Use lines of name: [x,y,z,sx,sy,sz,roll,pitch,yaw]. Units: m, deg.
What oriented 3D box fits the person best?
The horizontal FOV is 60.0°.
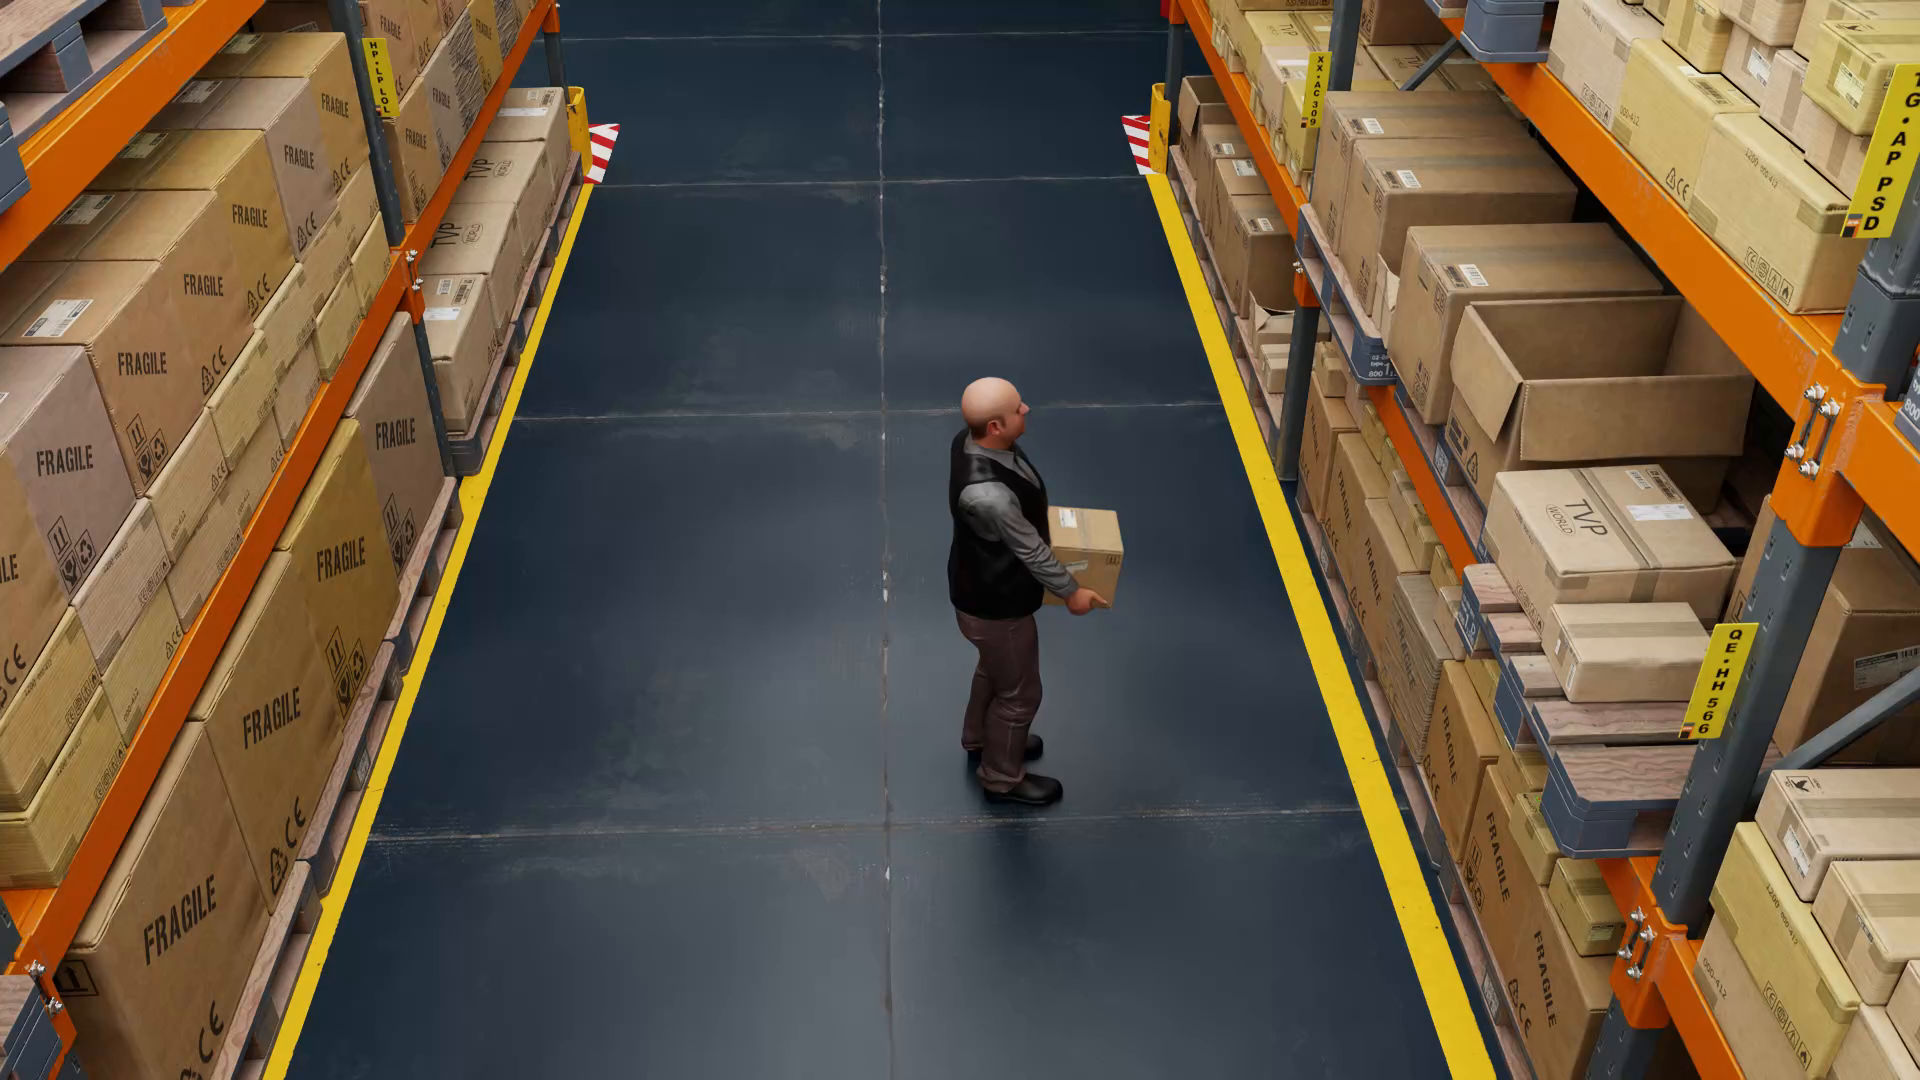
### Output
person: [0.227,0.217,5.934,0.549,1.632,0.494,-1,35,-1]
